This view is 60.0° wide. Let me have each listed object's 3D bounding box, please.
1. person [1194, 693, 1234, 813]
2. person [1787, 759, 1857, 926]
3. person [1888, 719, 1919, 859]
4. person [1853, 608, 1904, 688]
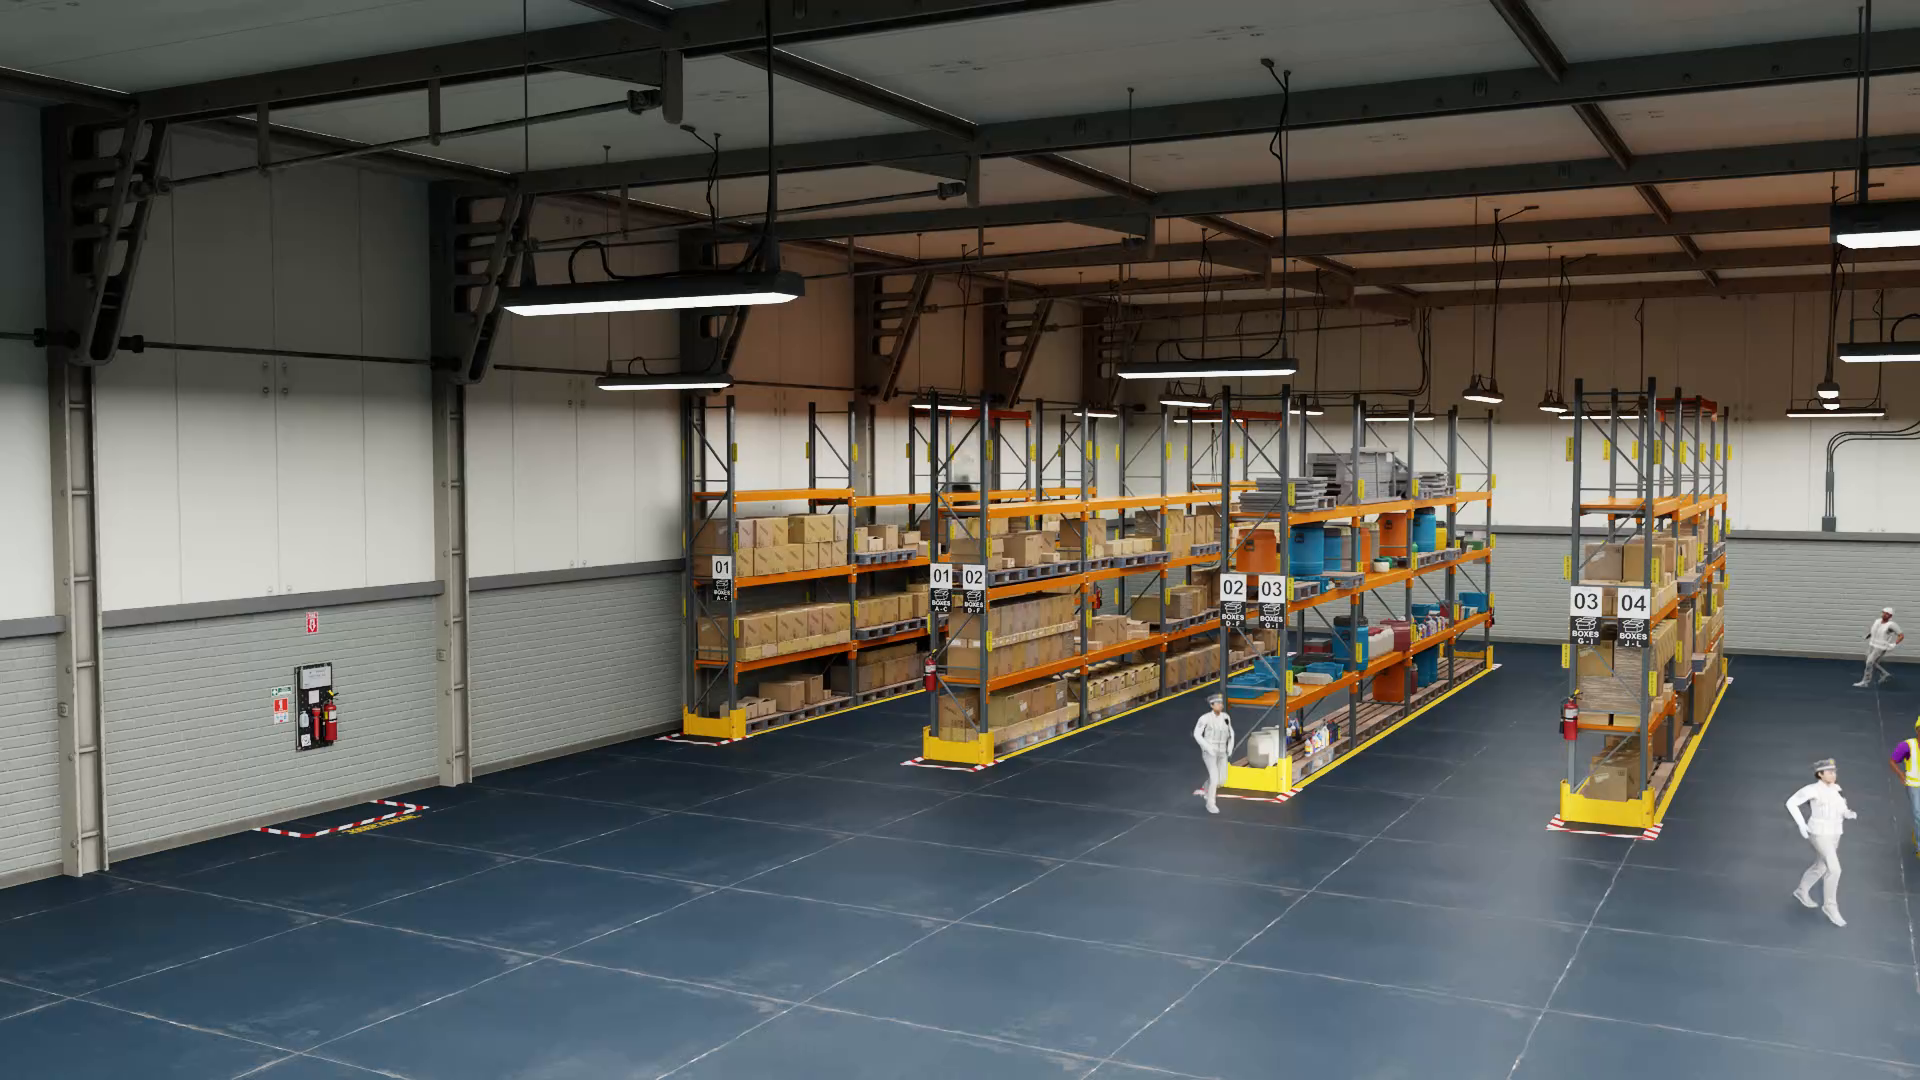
[{"bbox_3d":[3.567,2.960,23.335,0.659,1.653,0.557,-1,3,-22],"label":"person"},{"bbox_3d":[9.295,3.213,17.896,0.583,1.745,0.746,-1,3,-25],"label":"person"},{"bbox_3d":[11.934,3.073,20.604,0.726,1.754,0.637,1,3,11],"label":"person"},{"bbox_3d":[19.409,2.289,35.146,0.867,1.717,0.758,0,3,-8],"label":"person"}]
